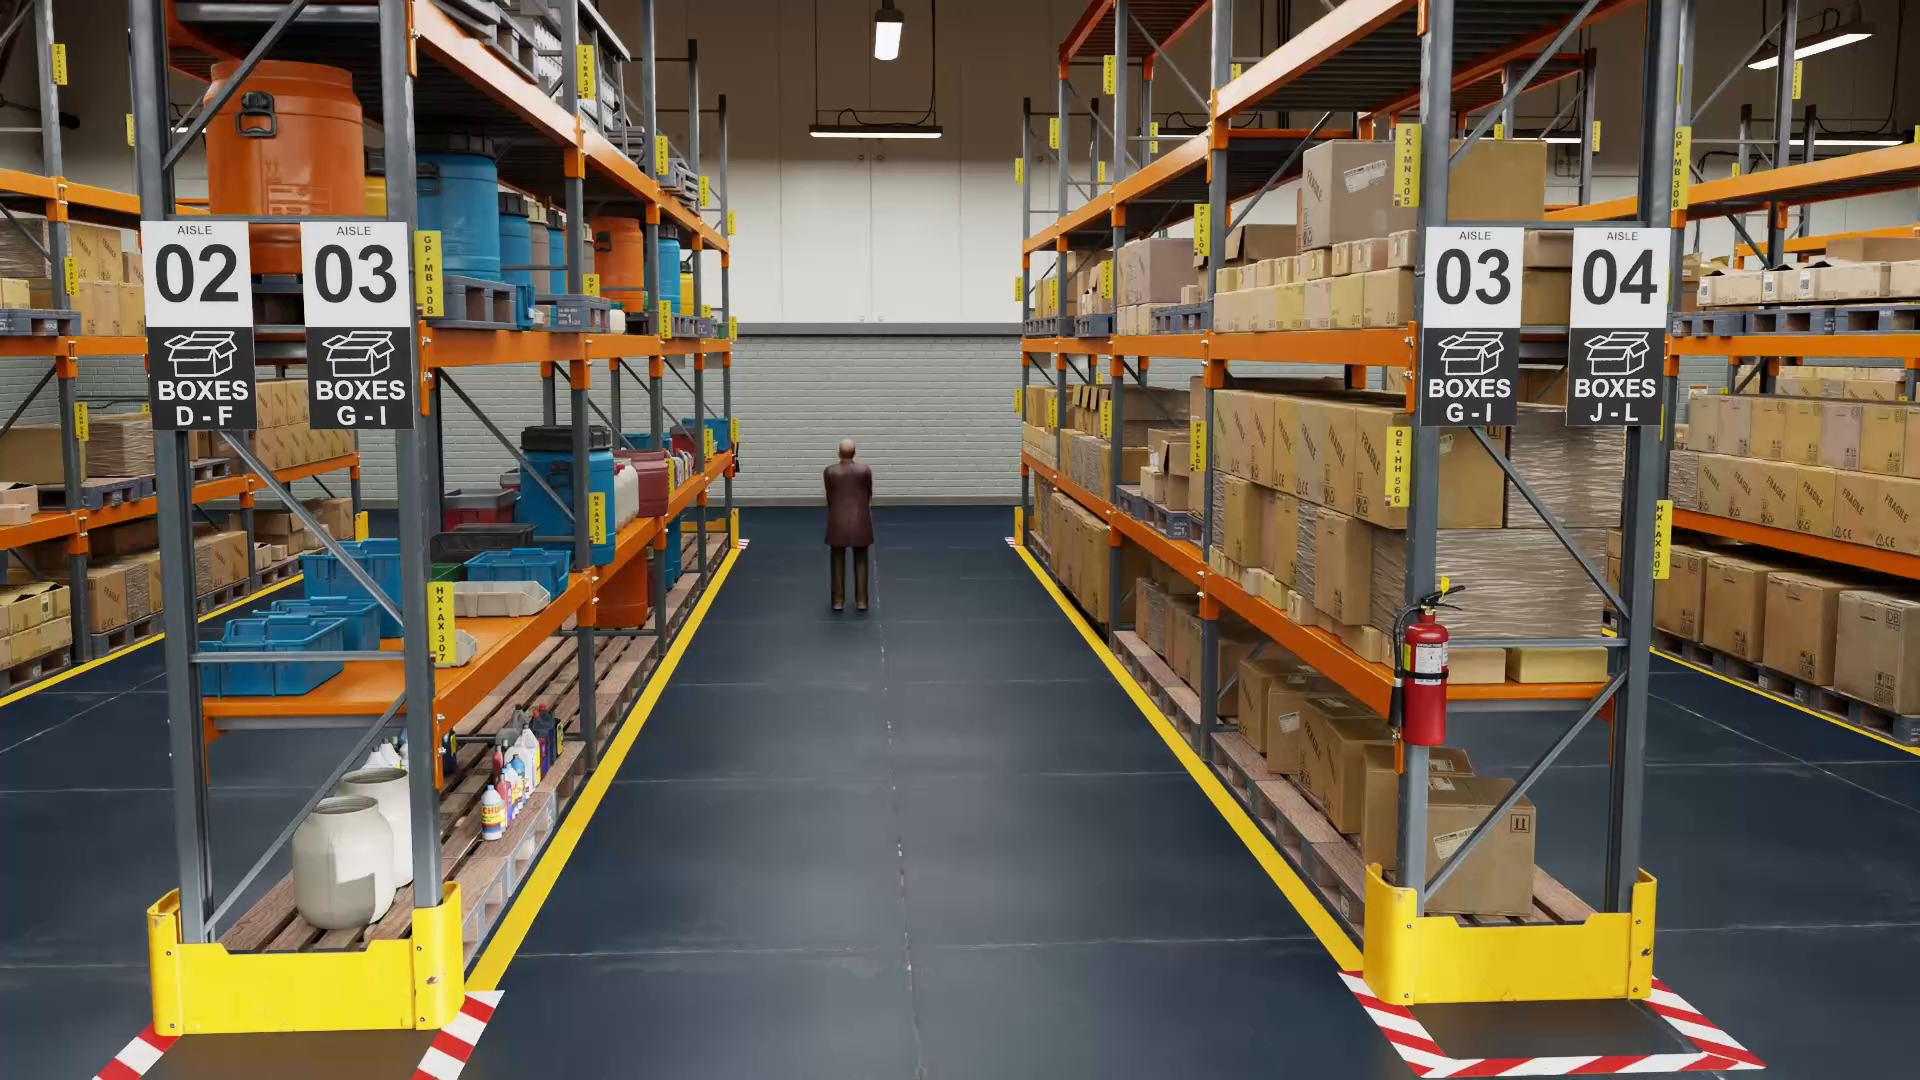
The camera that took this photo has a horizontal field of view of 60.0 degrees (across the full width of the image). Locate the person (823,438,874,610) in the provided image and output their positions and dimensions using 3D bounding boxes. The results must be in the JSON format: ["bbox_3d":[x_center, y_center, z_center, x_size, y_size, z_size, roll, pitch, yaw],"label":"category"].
[{"bbox_3d":[-1.160,-0.178,17.327,0.524,1.779,0.545,0,7,-4],"label":"person"}]
